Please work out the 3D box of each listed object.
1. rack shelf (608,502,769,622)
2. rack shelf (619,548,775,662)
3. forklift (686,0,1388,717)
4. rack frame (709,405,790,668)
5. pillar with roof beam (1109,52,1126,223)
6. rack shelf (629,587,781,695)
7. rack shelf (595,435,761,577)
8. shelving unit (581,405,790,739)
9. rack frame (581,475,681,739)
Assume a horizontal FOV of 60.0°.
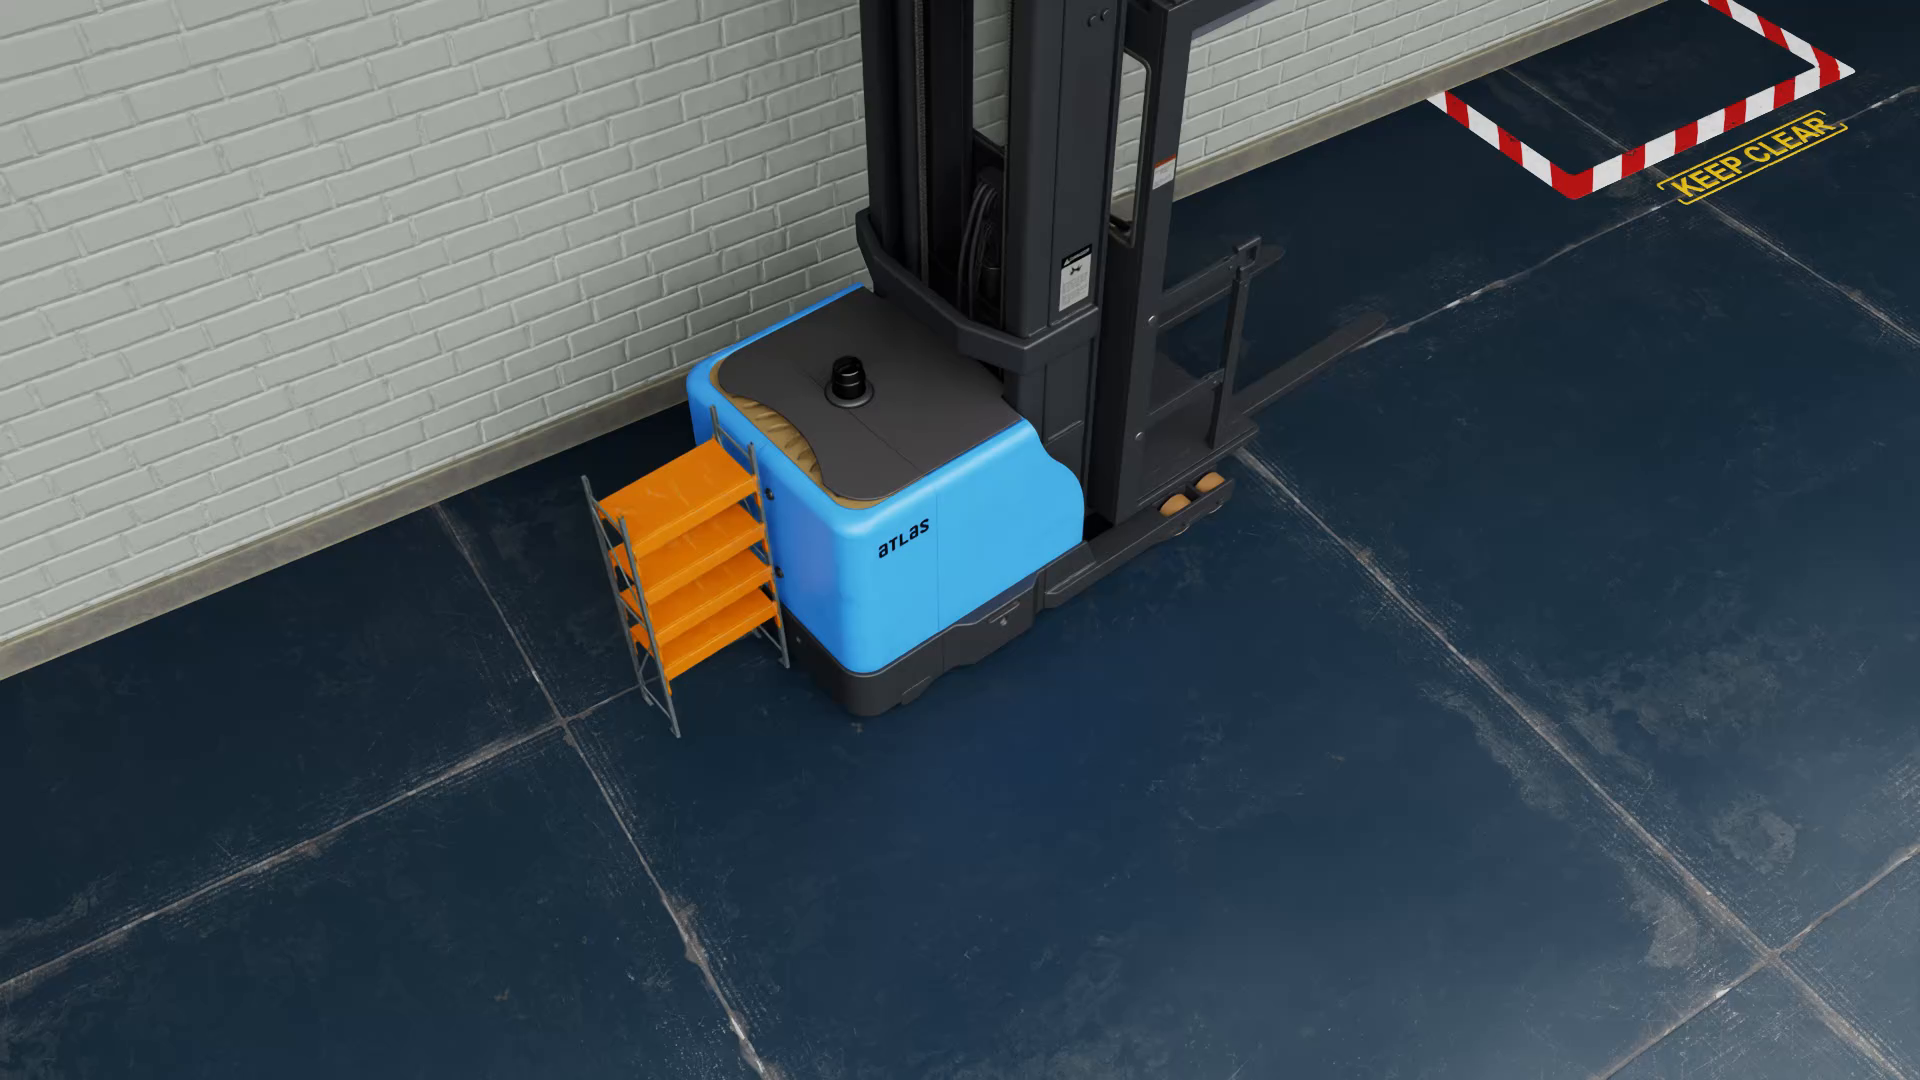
[{"bbox_3d":[-0.923,0.036,5.642,0.480,0.148,0.258,-32,56,-24],"label":"rack shelf"},{"bbox_3d":[-0.919,0.182,5.811,0.480,0.148,0.258,-32,56,-24],"label":"rack shelf"},{"bbox_3d":[0.488,-1.272,5.865,3.031,2.935,1.130,-31,55,-25],"label":"forklift"},{"bbox_3d":[-0.732,0.019,5.859,0.015,1.200,0.240,-32,56,-24],"label":"rack frame"},{"bbox_3d":[2.745,-1.549,2.049,0.400,9.000,9.100,-25,53,-21],"label":"pillar with roof beam"},{"bbox_3d":[-0.915,0.312,5.962,0.480,0.148,0.258,-32,56,-24],"label":"rack shelf"},{"bbox_3d":[-0.928,-0.118,5.463,0.480,0.148,0.258,-32,56,-24],"label":"rack shelf"},{"bbox_3d":[-0.920,0.138,5.761,0.503,1.200,0.258,-32,56,-24],"label":"shelving unit"},{"bbox_3d":[-1.109,0.258,5.662,0.015,1.200,0.240,-32,56,-24],"label":"rack frame"}]
